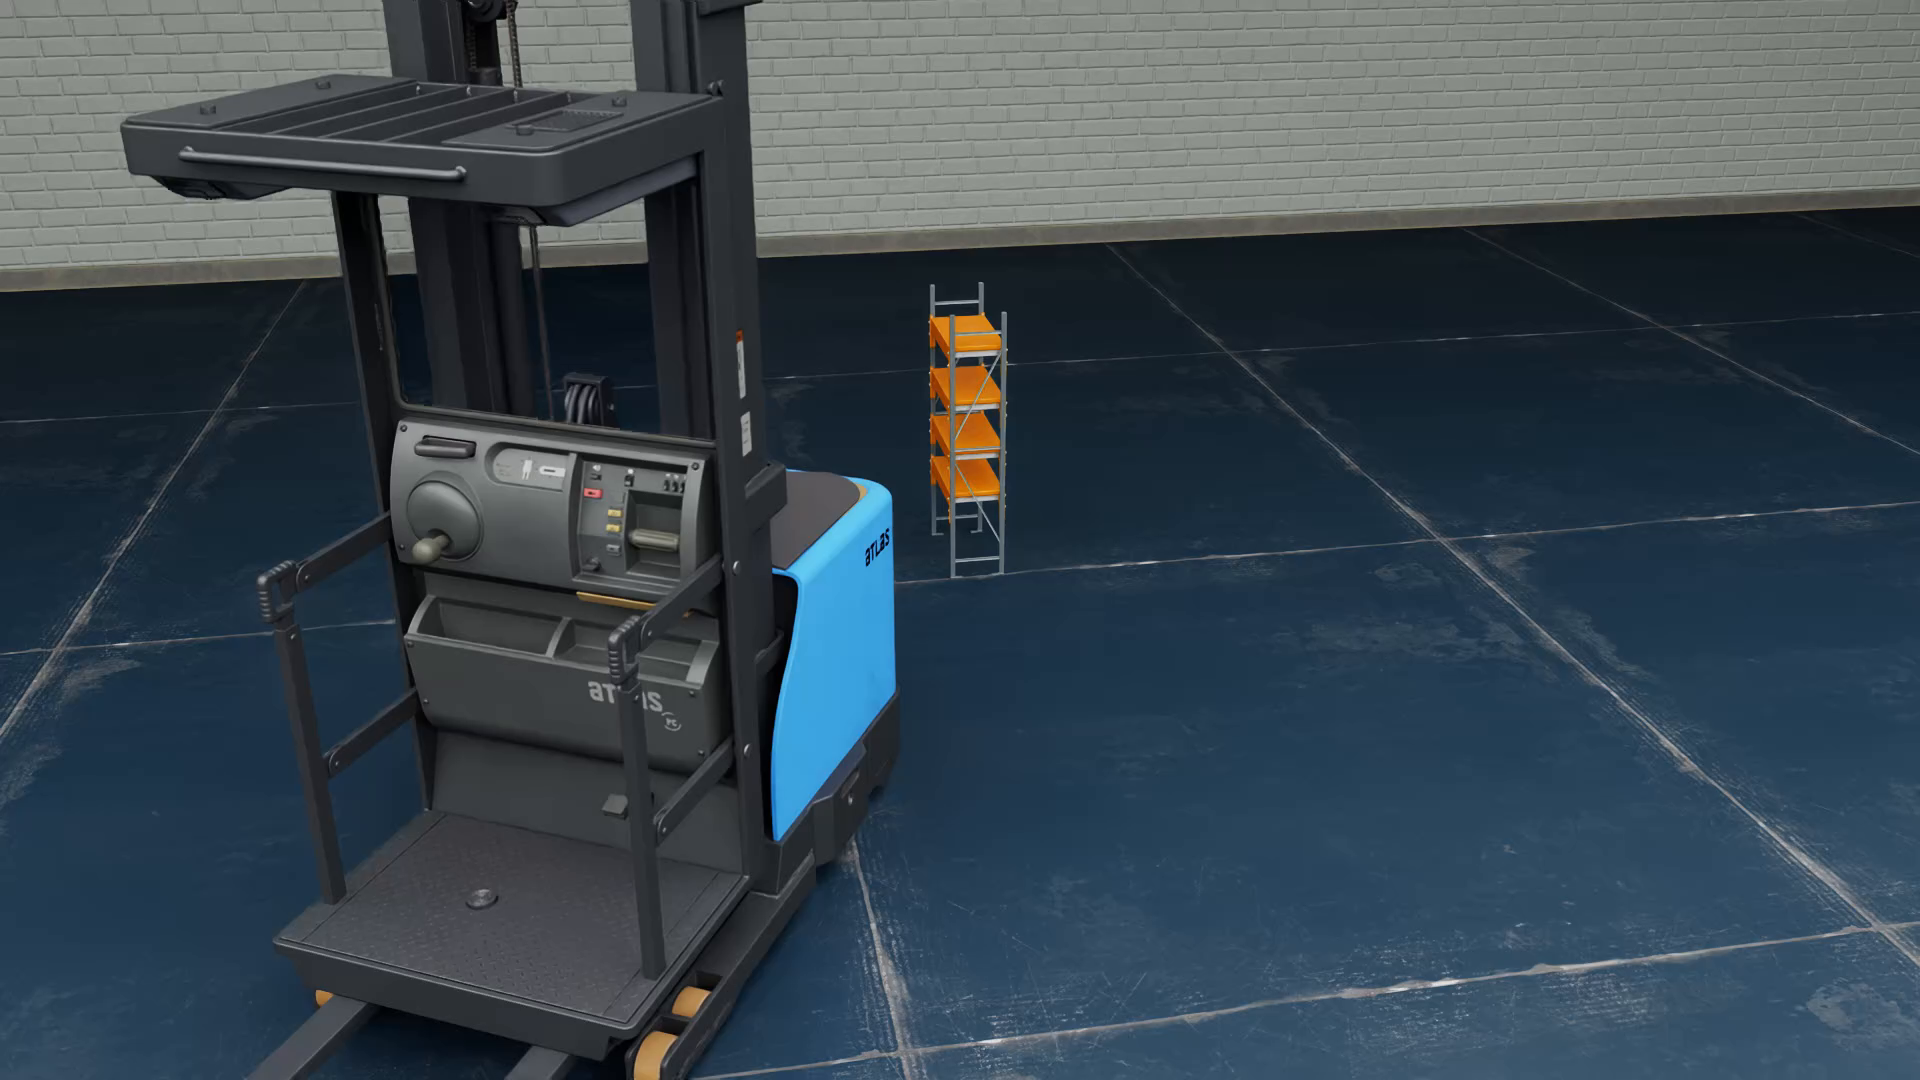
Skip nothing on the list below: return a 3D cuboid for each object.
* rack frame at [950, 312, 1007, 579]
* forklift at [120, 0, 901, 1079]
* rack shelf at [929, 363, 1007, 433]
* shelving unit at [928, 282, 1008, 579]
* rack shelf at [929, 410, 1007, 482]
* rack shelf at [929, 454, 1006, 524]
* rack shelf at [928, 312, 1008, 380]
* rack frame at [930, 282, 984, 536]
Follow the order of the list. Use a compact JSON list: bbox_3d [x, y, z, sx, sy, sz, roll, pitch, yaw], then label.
[{"bbox_3d":[0.076,-0.389,7.141,0.240,1.200,0.015,-4,24,-10],"label":"rack frame"},{"bbox_3d":[-1.169,-0.059,4.224,1.130,2.935,3.031,8,25,17],"label":"forklift"},{"bbox_3d":[0.031,-0.628,7.298,0.258,0.148,0.480,-4,24,-10],"label":"rack shelf"},{"bbox_3d":[0.031,-0.485,7.361,0.258,1.200,0.503,-4,24,-10],"label":"shelving unit"},{"bbox_3d":[0.031,-0.423,7.388,0.258,0.148,0.480,-4,24,-10],"label":"rack shelf"},{"bbox_3d":[0.031,-0.241,7.467,0.258,0.148,0.480,-4,24,-10],"label":"rack shelf"},{"bbox_3d":[0.031,-0.845,7.203,0.258,0.148,0.480,-4,24,-10],"label":"rack shelf"},{"bbox_3d":[-0.015,-0.581,7.581,0.240,1.200,0.015,-4,24,-10],"label":"rack frame"}]
